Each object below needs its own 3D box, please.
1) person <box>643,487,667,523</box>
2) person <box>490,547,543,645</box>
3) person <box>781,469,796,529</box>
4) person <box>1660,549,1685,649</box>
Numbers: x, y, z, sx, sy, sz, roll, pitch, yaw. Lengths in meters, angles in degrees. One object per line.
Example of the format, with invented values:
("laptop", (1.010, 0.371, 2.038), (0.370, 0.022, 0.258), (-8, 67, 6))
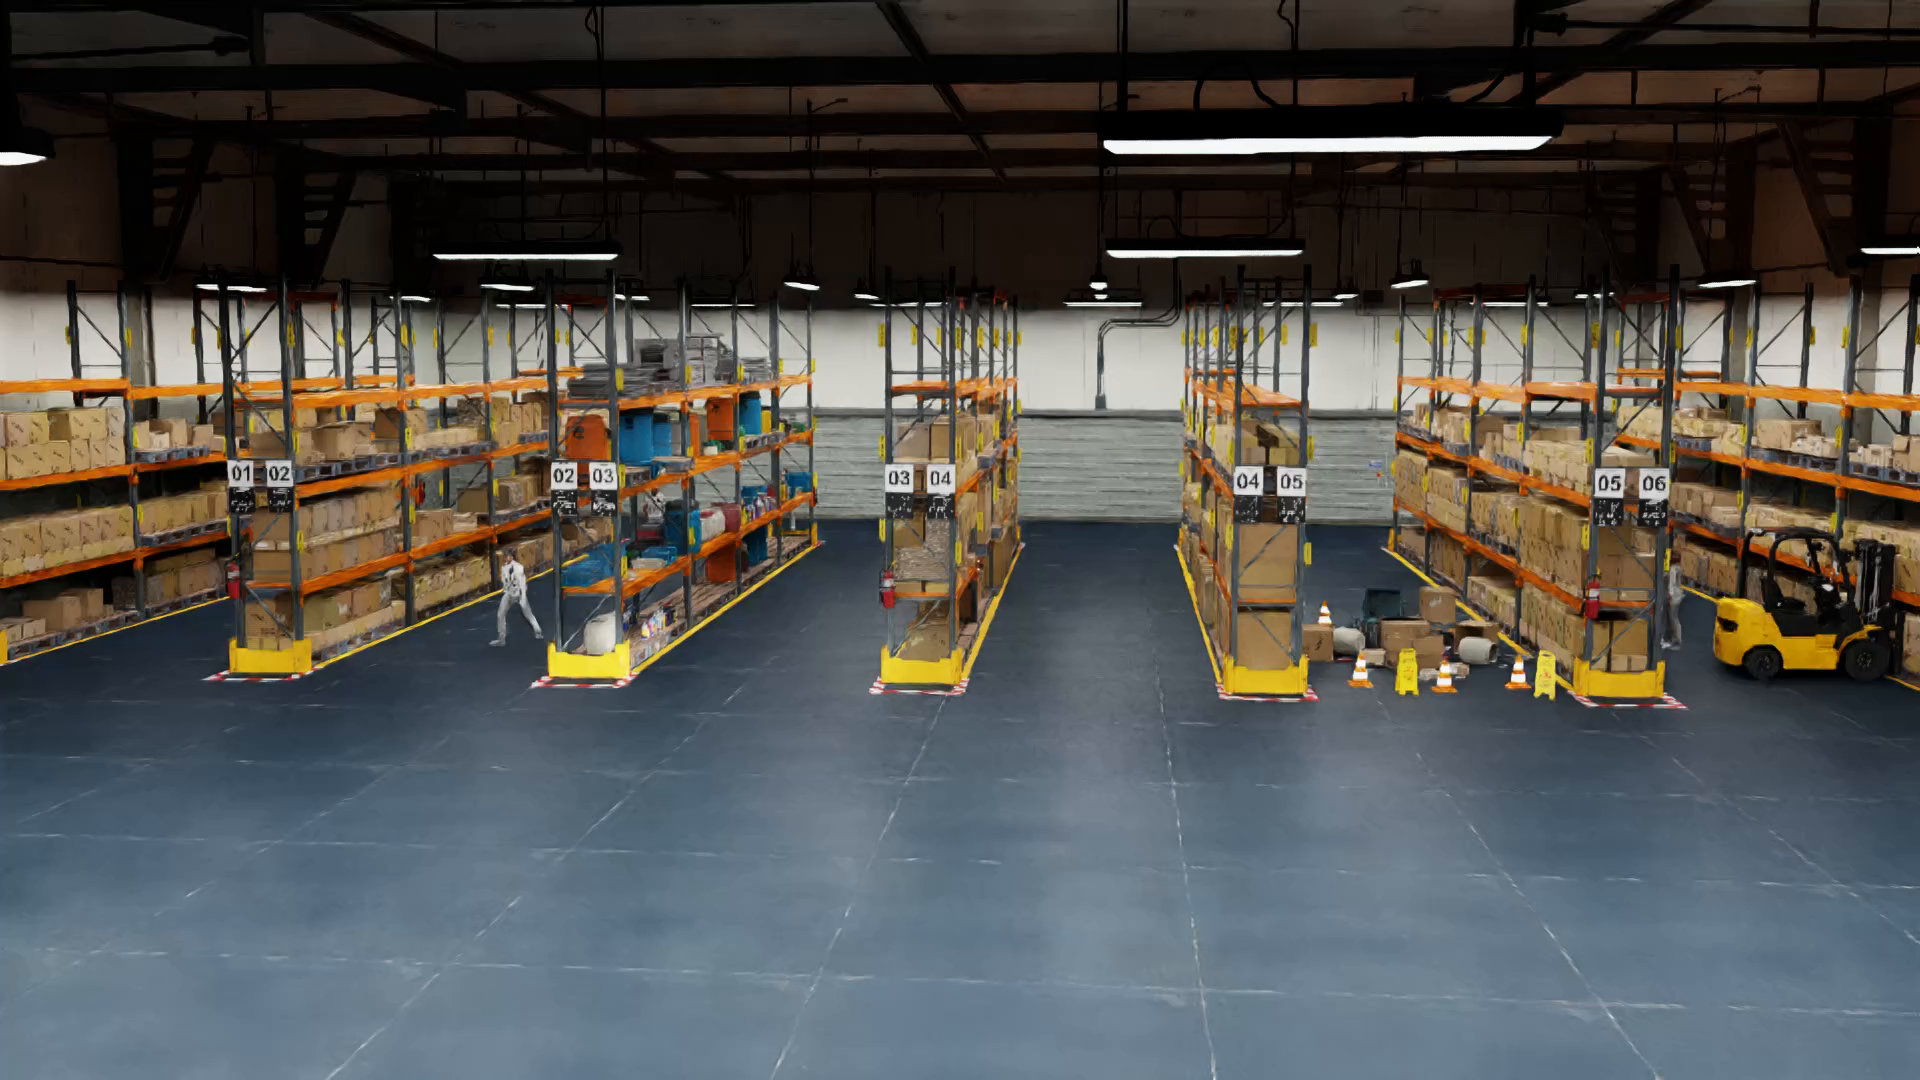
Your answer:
("person", (-7.156, -0.545, 39.111), (0.592, 1.629, 0.532), (0, 7, 3))
("person", (-7.269, 0.892, 27.267), (0.521, 1.611, 0.938), (3, 8, 26))
("person", (-4.534, -1.043, 43.090), (0.444, 1.598, 1.000), (2, 7, 14))
("person", (11.466, 0.947, 26.823), (0.454, 1.599, 0.467), (5, 9, 35))
